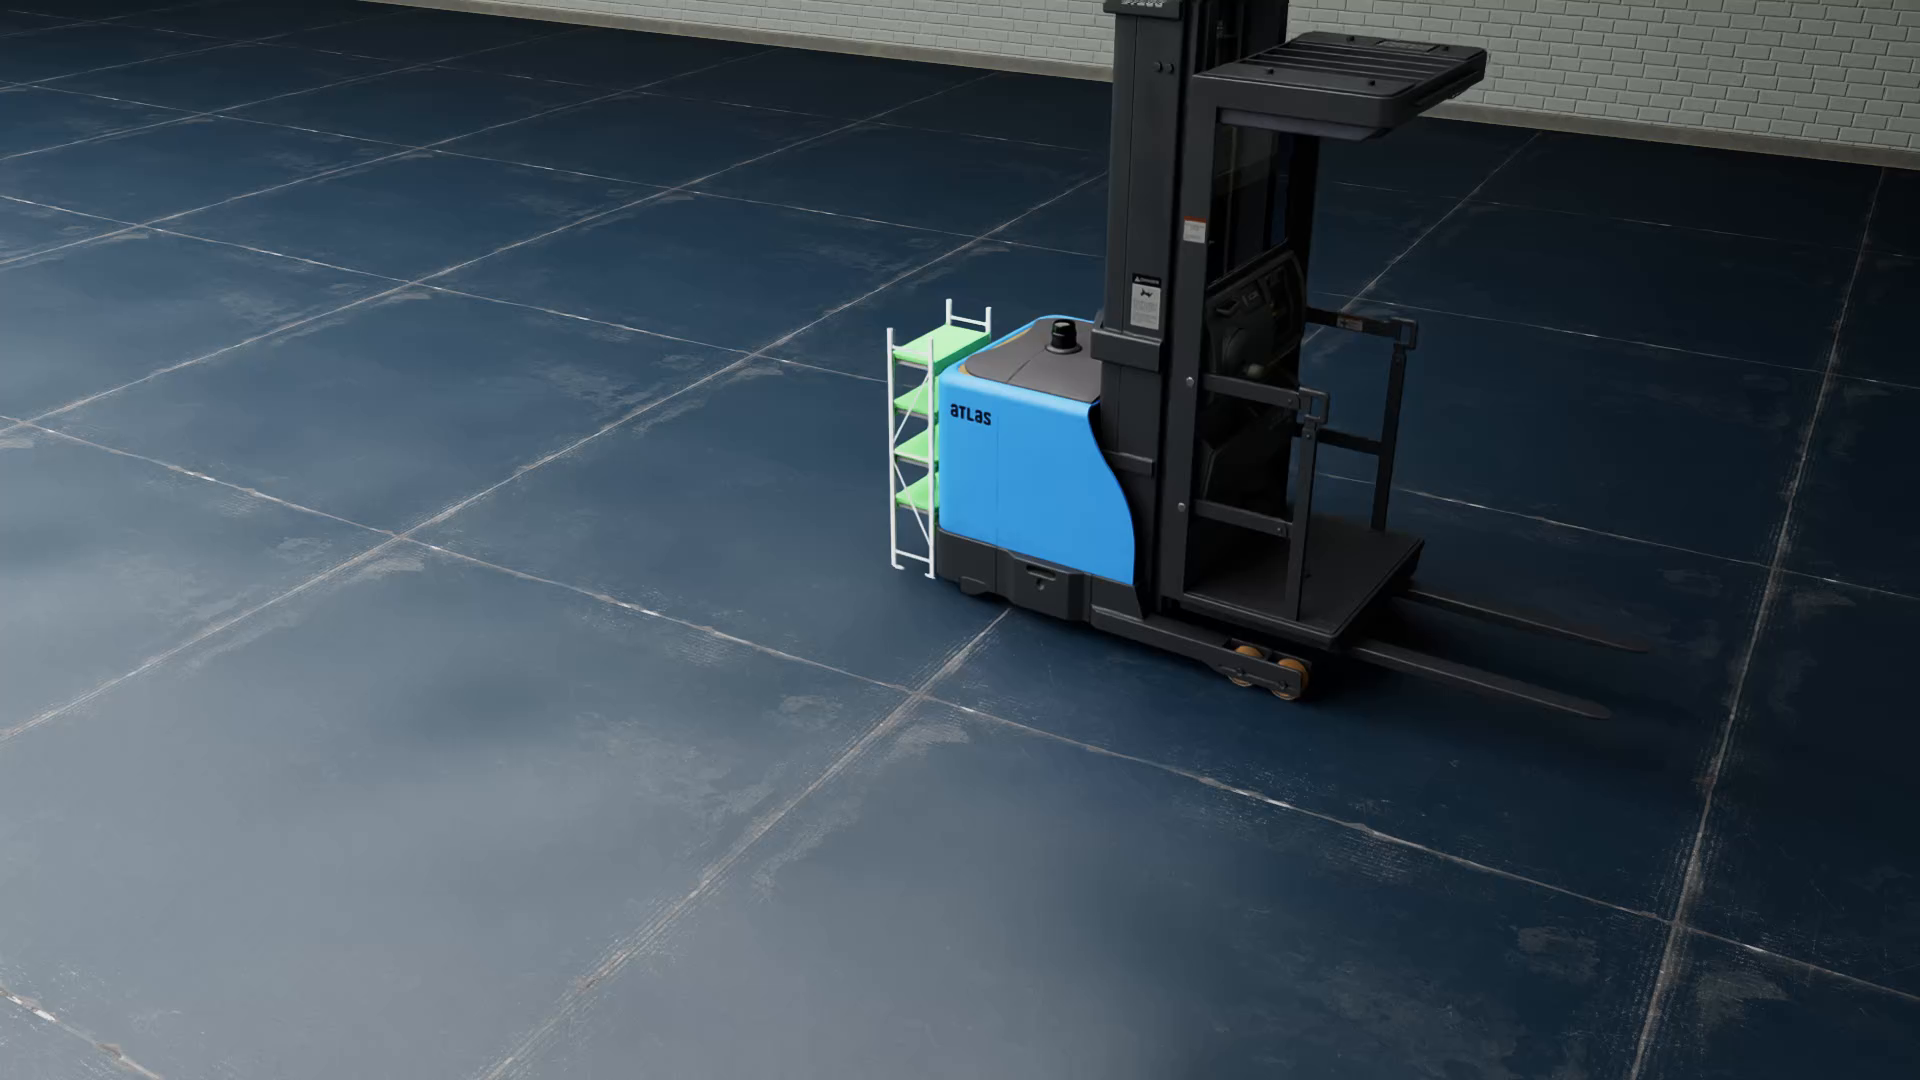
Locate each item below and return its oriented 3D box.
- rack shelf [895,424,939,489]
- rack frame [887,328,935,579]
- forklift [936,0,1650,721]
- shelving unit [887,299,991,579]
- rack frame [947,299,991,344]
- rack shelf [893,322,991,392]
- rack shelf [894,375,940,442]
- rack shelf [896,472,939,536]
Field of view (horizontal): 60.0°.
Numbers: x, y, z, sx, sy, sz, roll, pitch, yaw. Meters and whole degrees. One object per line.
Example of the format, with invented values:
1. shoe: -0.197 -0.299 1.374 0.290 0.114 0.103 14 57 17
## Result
1. rack shelf: -0.091 -0.420 7.891 0.258 0.148 0.480 16 31 29
2. rack frame: -0.222 -0.385 7.679 0.240 1.200 0.015 16 31 29
3. forklift: 1.403 -0.917 6.808 3.031 2.935 1.130 16 31 29
4. shelving unit: -0.091 -0.477 7.862 0.258 1.200 0.503 16 31 29
5. rack frame: 0.041 -0.569 8.046 0.240 1.200 0.015 16 31 29
6. rack shelf: -0.090 -0.849 7.676 0.258 0.148 0.480 16 31 29
7. rack shelf: -0.090 -0.635 7.783 0.258 0.148 0.480 16 31 29
8. rack shelf: -0.091 -0.205 7.999 0.258 0.148 0.480 16 31 29
